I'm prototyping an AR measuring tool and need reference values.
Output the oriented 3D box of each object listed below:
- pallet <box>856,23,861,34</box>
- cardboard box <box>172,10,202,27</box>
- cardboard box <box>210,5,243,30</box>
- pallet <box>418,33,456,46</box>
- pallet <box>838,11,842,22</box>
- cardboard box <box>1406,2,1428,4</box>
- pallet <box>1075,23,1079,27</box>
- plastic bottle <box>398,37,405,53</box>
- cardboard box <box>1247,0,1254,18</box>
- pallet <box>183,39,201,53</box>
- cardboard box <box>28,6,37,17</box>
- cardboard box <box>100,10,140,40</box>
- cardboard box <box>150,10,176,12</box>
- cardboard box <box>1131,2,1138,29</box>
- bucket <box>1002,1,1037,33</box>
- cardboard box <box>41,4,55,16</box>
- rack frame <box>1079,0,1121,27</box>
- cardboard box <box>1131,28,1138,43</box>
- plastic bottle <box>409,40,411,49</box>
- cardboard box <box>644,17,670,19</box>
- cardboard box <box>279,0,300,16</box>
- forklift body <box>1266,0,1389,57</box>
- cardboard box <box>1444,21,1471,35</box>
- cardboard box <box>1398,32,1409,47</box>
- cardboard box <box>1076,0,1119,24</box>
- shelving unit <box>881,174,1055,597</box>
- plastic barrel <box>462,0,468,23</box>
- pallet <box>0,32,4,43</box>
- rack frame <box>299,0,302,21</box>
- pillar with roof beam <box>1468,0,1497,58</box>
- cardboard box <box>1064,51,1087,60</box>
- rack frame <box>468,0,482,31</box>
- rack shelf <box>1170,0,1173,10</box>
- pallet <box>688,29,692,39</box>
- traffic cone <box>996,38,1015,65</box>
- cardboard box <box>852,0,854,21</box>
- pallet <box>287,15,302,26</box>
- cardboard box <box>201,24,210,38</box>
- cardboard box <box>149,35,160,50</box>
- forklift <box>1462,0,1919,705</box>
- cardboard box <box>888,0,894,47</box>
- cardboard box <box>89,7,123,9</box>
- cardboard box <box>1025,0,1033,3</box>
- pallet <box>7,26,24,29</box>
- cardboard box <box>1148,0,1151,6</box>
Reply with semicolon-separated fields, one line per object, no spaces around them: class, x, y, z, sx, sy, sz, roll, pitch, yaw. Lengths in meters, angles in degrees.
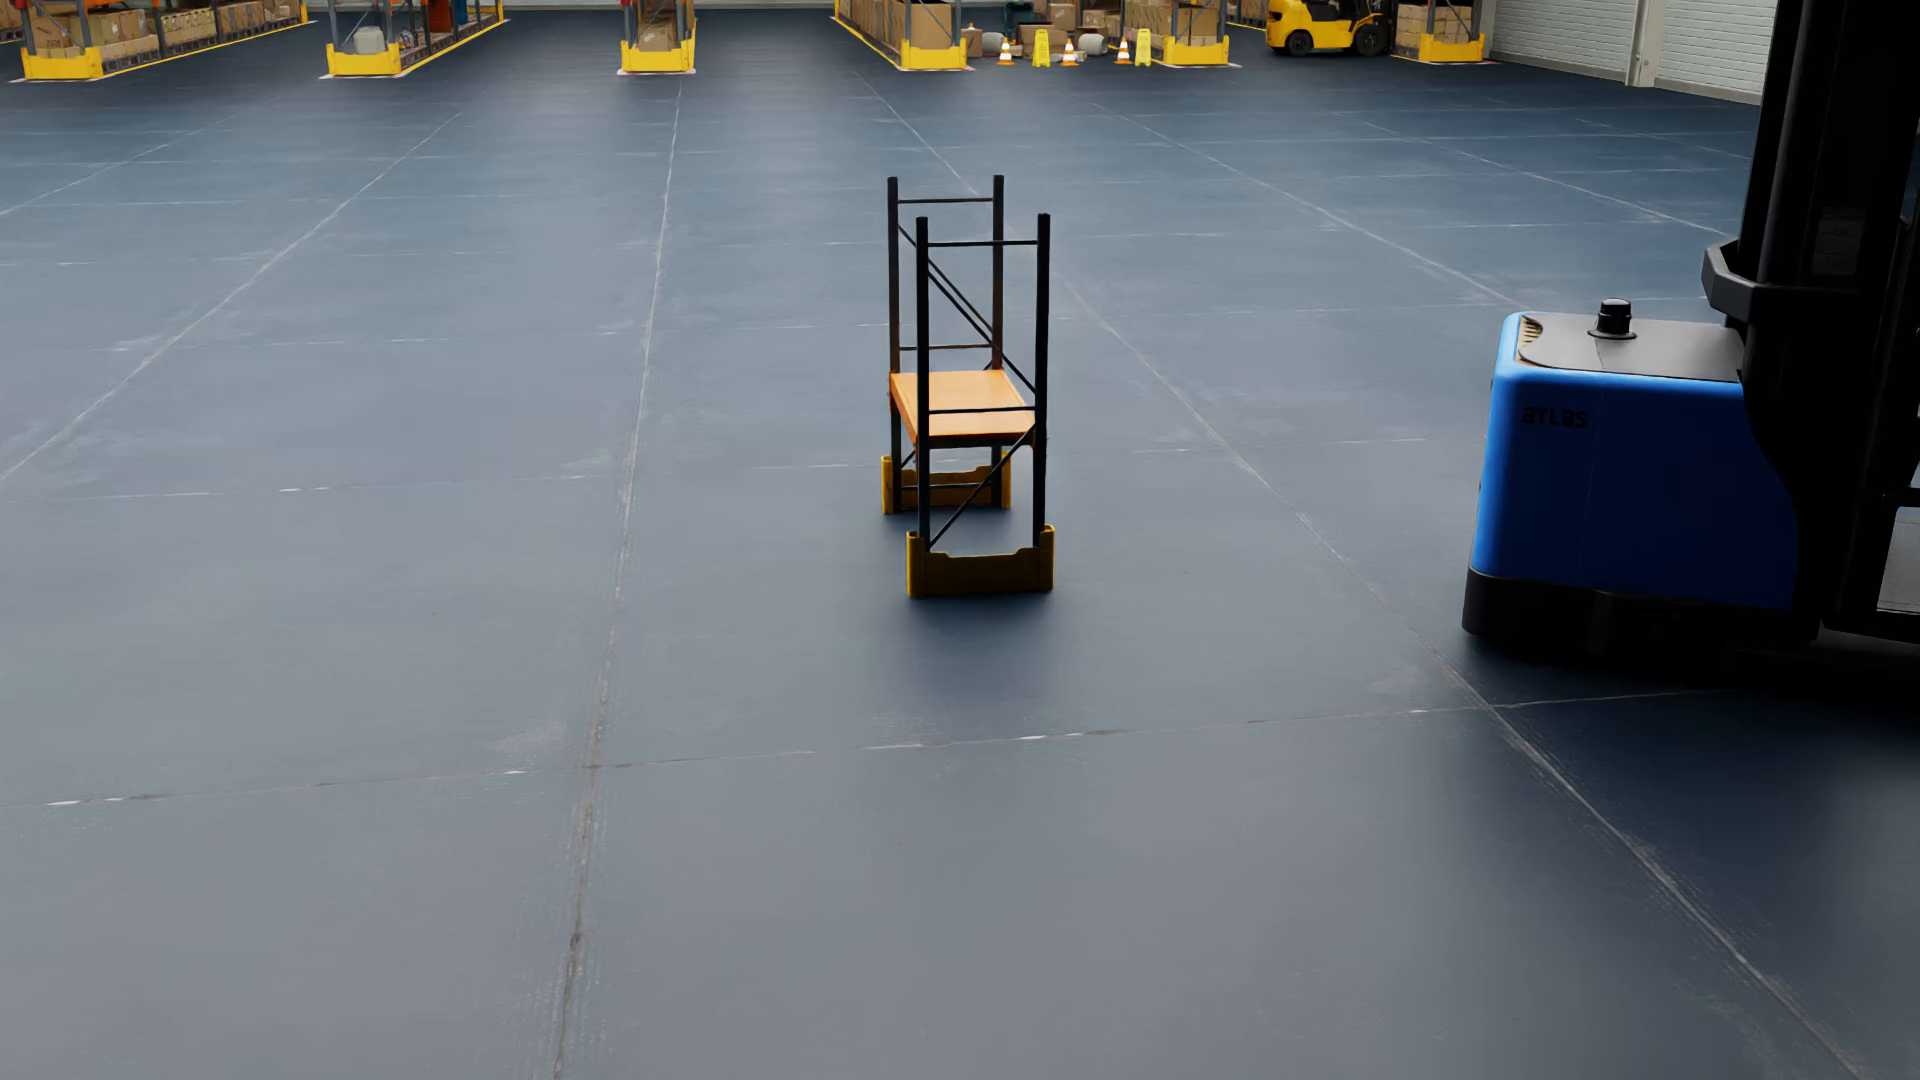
pallet;-1.919;-12.138;39.413;1.003;0.211;1.213;-3;21;-8
cardboard box;-15.891;-10.687;34.070;0.500;0.311;0.500;-3;21;-8
cardboard box;-16.293;-11.601;36.933;0.500;0.500;0.500;-3;21;-8
pallet;-11.386;-10.711;35.592;1.003;0.211;1.213;-3;21;-8
pallet;-2.695;-13.907;44.148;1.003;0.211;1.213;-3;21;-8
cardboard box;9.227;-10.596;33.200;0.500;0.250;0.500;-3;21;-9
pallet;3.209;-12.007;39.064;1.003;0.211;1.213;-3;21;-8
plastic bottle;-10.259;-9.089;30.535;0.097;0.271;0.097;0;20;0
cardboard box;7.517;-13.337;41.609;0.500;0.500;0.500;-3;21;-8
pallet;-16.109;-10.024;33.753;1.003;0.211;1.213;-3;21;-8
cardboard box;-21.617;-12.144;37.915;0.750;0.750;0.750;-3;21;-7
cardboard box;-15.365;-9.418;30.402;0.500;0.500;0.500;-3;21;-8
cardboard box;-16.492;-10.833;34.461;0.500;0.311;0.500;-3;21;-9
cardboard box;3.732;-10.509;33.325;0.500;0.500;0.500;-2;21;-6
bucket;1.242;-10.615;33.856;0.726;0.611;0.620;4;11;11
cardboard box;-21.846;-12.462;39.269;0.700;0.500;0.500;-3;21;-7
rack frame;3.248;-13.037;37.835;1.000;3.000;0.127;-3;21;-8
cardboard box;3.731;-10.159;33.457;0.500;0.250;0.500;-2;21;-5
plastic bottle;-10.367;-9.315;31.240;0.097;0.201;0.097;0;20;0
cardboard box;-5.963;-10.037;32.776;0.500;0.500;0.500;-4;21;-9
cardboard box;-17.192;-13.668;42.468;0.500;0.500;0.500;-3;21;-8
forklift body;7.234;-10.686;32.752;2.313;2.155;1.214;-3;21;-8
cardboard box;9.451;-9.835;31.876;0.500;0.250;0.500;-3;21;-7
cardboard box;8.870;-9.747;32.355;0.500;0.250;0.500;-3;21;-8
cardboard box;3.231;-12.482;38.784;0.875;0.875;0.875;-3;21;-8
shelving unit;0.011;-0.676;6.883;0.587;1.500;1.083;-3;21;-8
plastic barrel;-11.974;-12.697;39.323;0.600;0.901;0.708;-3;21;-8
pallet;-21.302;-10.758;35.719;1.003;0.211;1.213;-3;21;-8
rack frame;-17.515;-14.809;42.578;1.000;3.000;0.127;-3;21;-8
pillar with roof beam;5.844;-13.399;30.228;9.100;9.000;0.400;-3;21;-8
cardboard box;2.214;-9.283;31.859;0.380;0.149;0.250;8;22;20
rack frame;-12.036;-13.672;39.536;1.000;3.000;0.127;-3;21;-8
rack shelf;4.113;-10.623;32.398;1.077;0.370;4.000;-3;21;-8
pallet;-6.597;-11.508;37.725;1.003;0.211;1.213;-3;21;-8
traffic cone;0.847;-9.050;30.784;0.336;0.463;0.334;-3;21;-8
cardboard box;-2.368;-12.894;40.424;0.500;0.500;0.500;-2;21;-6
pallet;-17.388;-13.200;42.257;1.003;0.211;1.213;-3;21;-8
cardboard box;-15.966;-10.599;34.638;0.500;0.250;0.500;-3;21;-8
cardboard box;-15.502;-9.413;31.461;0.500;0.250;0.500;-3;21;-8
forklift;3.430;-0.957;5.589;3.031;2.935;1.130;7;22;18
cardboard box;-0.904;-10.036;32.235;0.875;0.875;0.875;-3;21;-7
cardboard box;-16.028;-9.737;31.258;0.500;0.500;0.500;-3;21;-8
cardboard box;2.289;-14.580;45.027;0.875;0.438;0.875;-4;21;-10
pallet;-21.654;-11.603;37.981;1.003;0.211;1.213;-3;21;-8
cardboard box;3.839;-10.397;32.098;0.380;0.149;0.250;-2;21;-5
